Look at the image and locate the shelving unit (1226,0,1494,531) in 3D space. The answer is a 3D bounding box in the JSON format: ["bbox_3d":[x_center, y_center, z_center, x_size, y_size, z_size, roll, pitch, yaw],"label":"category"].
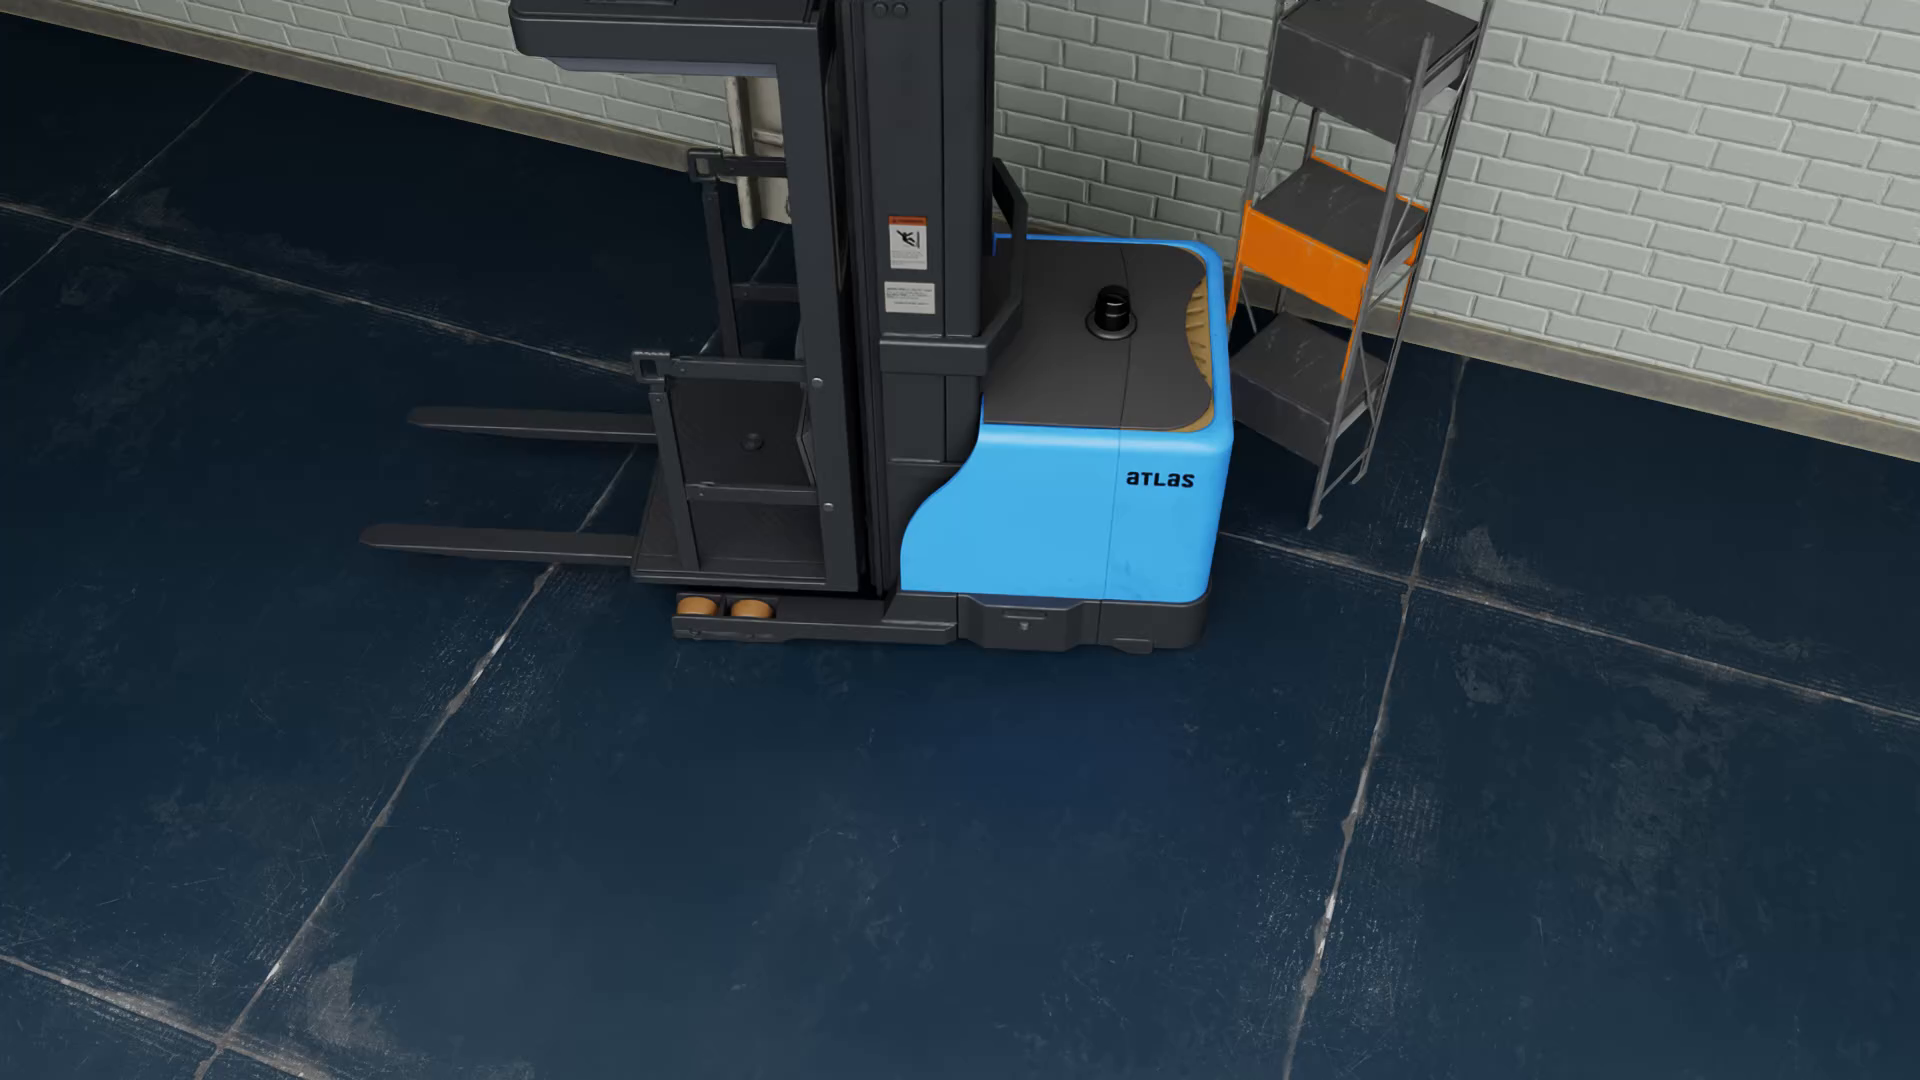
[{"bbox_3d":[1.262,-0.960,5.692,0.503,2.100,0.431,33,57,25],"label":"shelving unit"}]

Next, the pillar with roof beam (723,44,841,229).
[{"bbox_3d":[-2.235,-1.361,1.475,0.400,9.000,9.100,16,51,13],"label":"pillar with roof beam"}]

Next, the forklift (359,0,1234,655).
[{"bbox_3d":[-0.623,-0.992,5.170,3.031,2.935,1.130,3,49,2],"label":"forklift"}]

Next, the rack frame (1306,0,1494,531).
[{"bbox_3d":[1.447,-0.839,5.587,0.015,2.100,0.400,33,57,25],"label":"rack frame"}]

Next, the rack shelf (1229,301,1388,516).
[{"bbox_3d":[1.261,-0.493,6.231,0.480,0.518,0.431,33,57,25],"label":"rack shelf"}]

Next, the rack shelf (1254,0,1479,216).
[{"bbox_3d":[1.263,-1.410,5.173,0.480,0.518,0.431,33,57,25],"label":"rack shelf"}]

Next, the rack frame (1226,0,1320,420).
[{"bbox_3d":[1.078,-1.081,5.796,0.015,2.100,0.400,33,57,25],"label":"rack frame"}]

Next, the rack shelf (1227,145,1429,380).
[{"bbox_3d":[1.262,-0.951,5.702,0.480,0.518,0.431,33,57,25],"label":"rack shelf"}]
